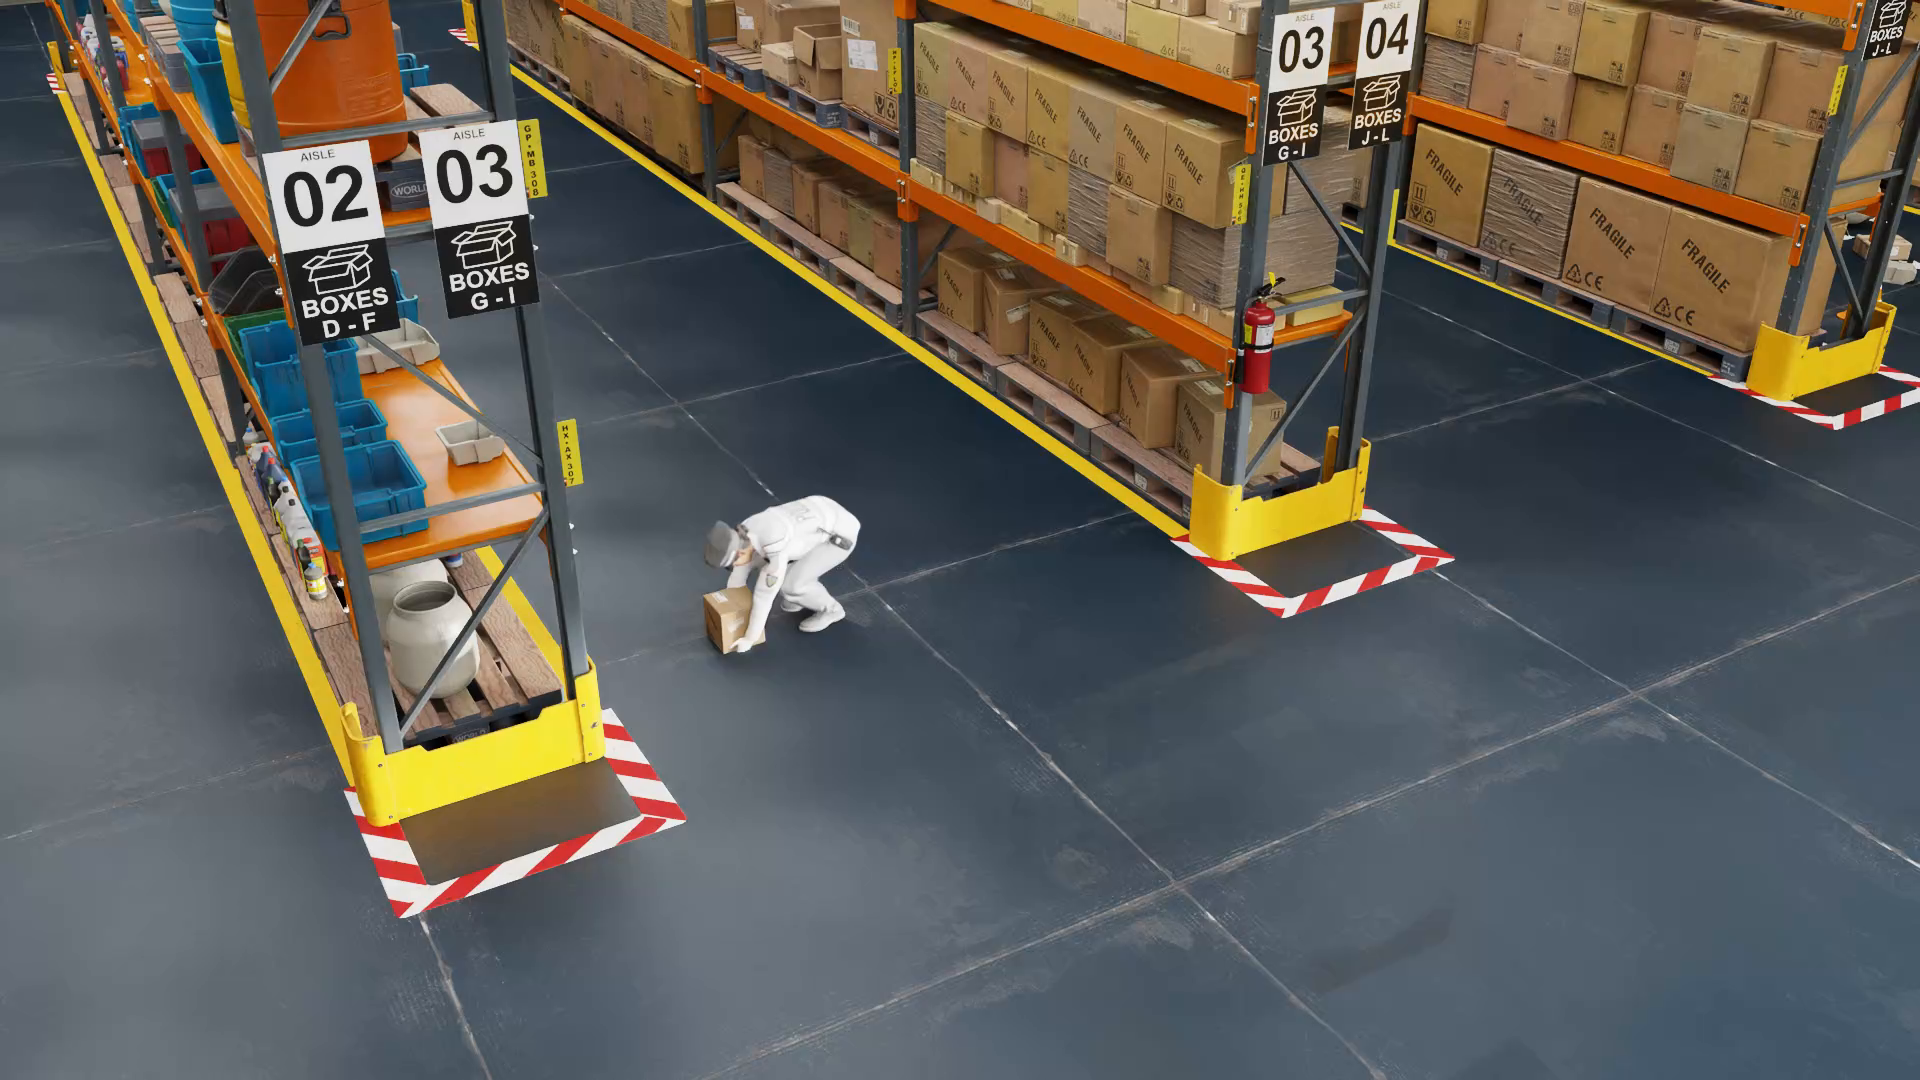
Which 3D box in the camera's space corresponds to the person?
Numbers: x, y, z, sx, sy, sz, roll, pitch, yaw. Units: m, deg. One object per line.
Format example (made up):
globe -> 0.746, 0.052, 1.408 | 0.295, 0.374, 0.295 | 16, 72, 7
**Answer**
person -> -0.986, 0.157, 9.229 | 0.905, 0.763, 0.415 | -17, 33, -27
